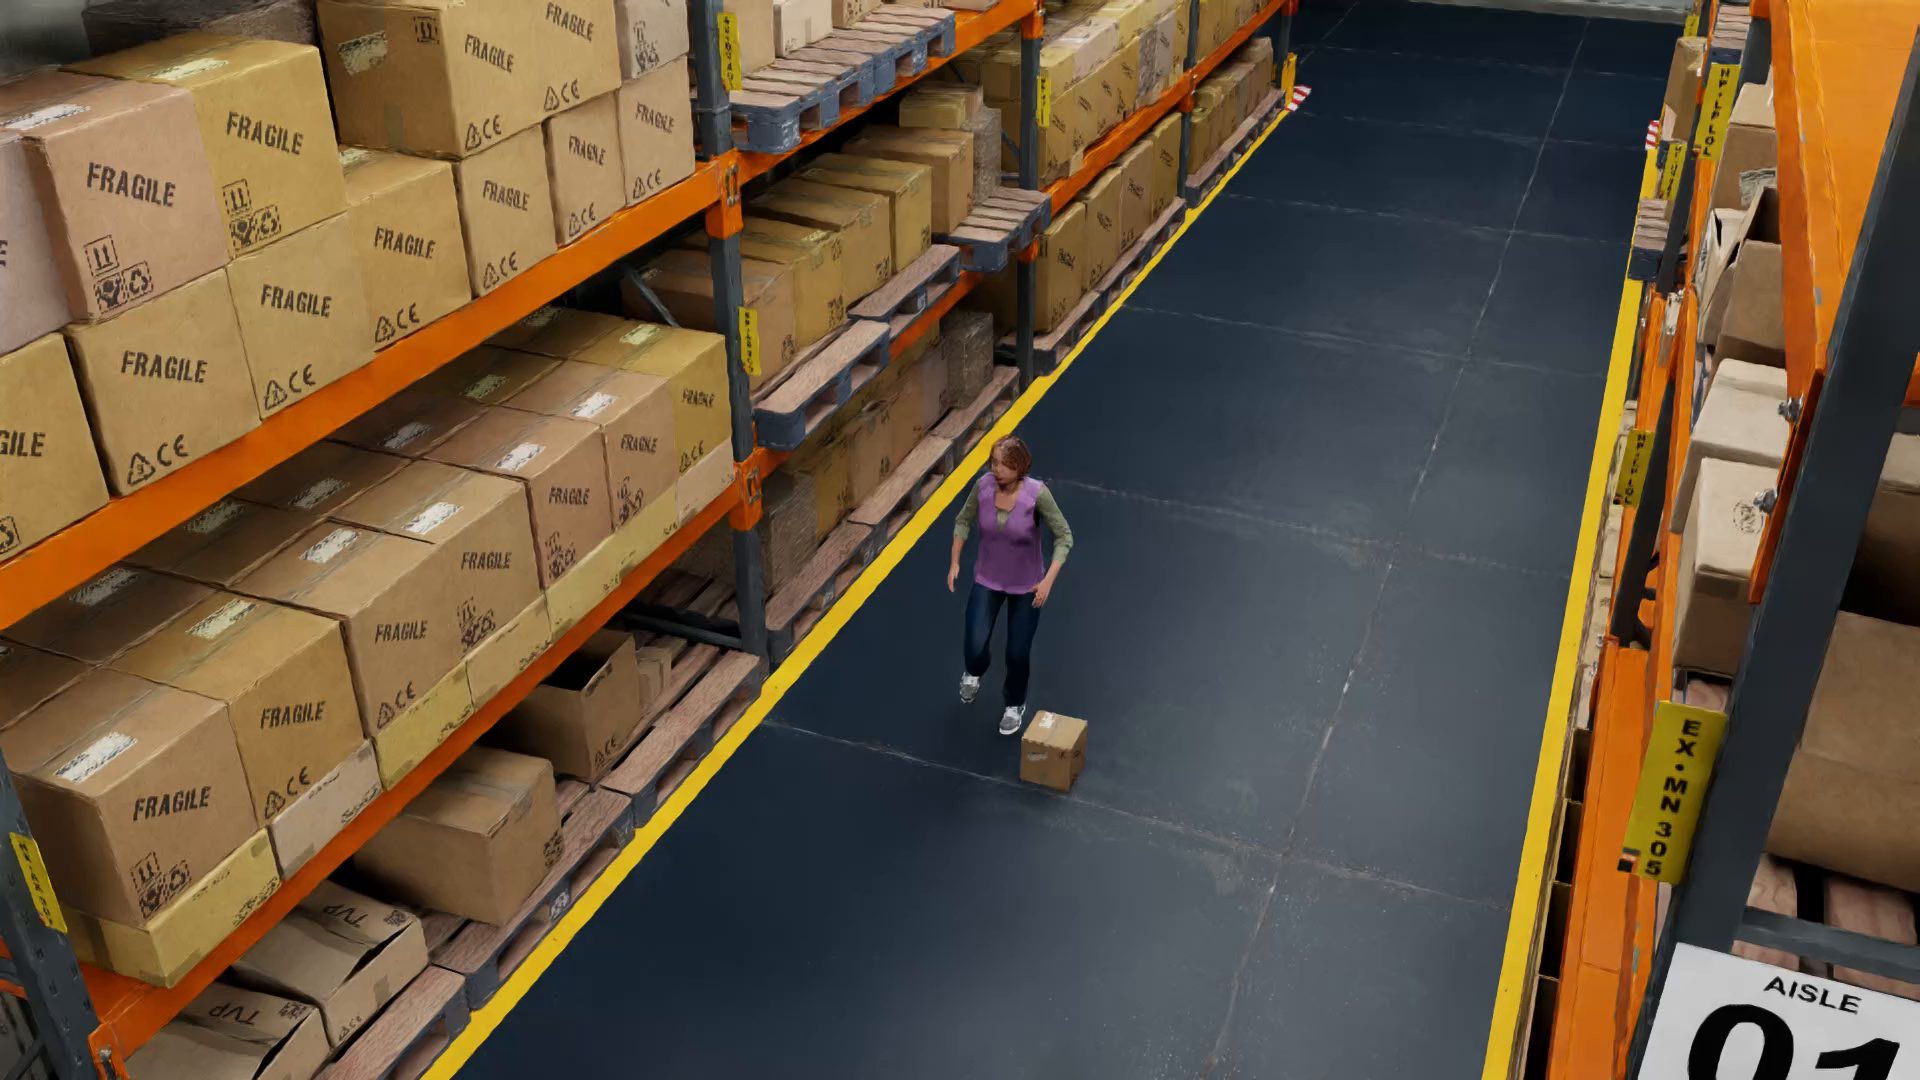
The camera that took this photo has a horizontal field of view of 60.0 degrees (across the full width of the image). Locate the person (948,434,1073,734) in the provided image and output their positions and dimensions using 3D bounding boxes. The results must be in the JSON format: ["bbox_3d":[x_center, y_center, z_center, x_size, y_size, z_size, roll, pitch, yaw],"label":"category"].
[{"bbox_3d":[0.235,0.236,8.016,0.591,1.570,0.440,6,31,10],"label":"person"}]
